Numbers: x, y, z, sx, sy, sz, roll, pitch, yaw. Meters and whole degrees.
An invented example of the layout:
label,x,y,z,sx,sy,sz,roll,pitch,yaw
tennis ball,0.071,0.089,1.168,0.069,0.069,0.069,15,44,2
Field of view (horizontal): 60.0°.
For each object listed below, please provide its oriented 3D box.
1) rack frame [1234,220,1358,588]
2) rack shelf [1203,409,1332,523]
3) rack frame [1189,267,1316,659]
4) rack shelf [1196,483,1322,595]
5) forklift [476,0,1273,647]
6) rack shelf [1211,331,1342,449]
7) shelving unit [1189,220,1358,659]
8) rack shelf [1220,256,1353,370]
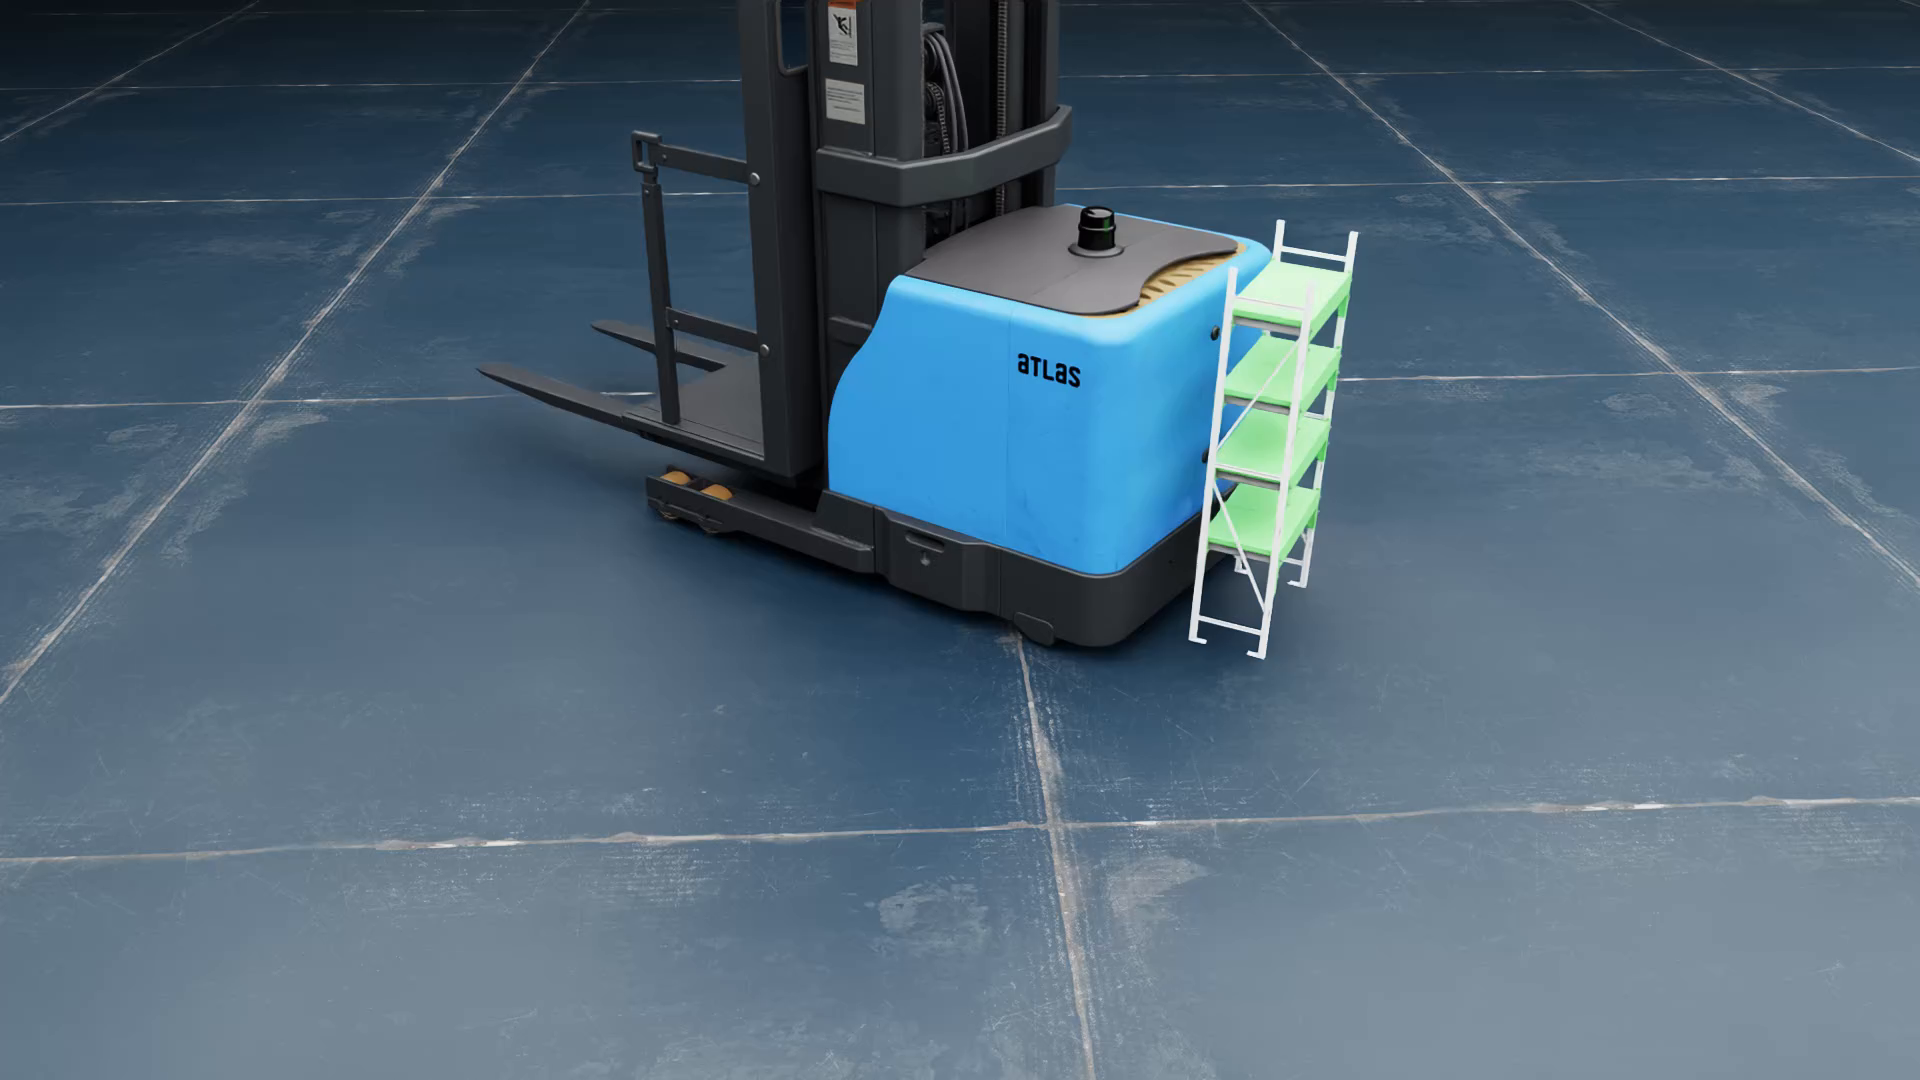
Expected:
label,x,y,z,sx,sy,sz,roll,pitch,yaw
rack frame,1.041,-0.399,5.209,0.240,1.200,0.015,14,31,21
rack shelf,0.936,-0.241,5.044,0.258,0.148,0.480,14,31,21
rack frame,0.835,-0.195,4.817,0.240,1.200,0.015,14,31,21
rack shelf,0.930,-0.030,5.157,0.258,0.148,0.480,14,31,21
forklift,-0.493,-1.501,5.458,3.031,2.935,1.130,18,33,31
rack shelf,0.943,-0.452,4.930,0.258,0.148,0.480,14,31,21
shelving unit,0.938,-0.297,5.013,0.258,1.200,0.503,14,31,21
rack shelf,0.950,-0.663,4.816,0.258,0.148,0.480,14,31,21
